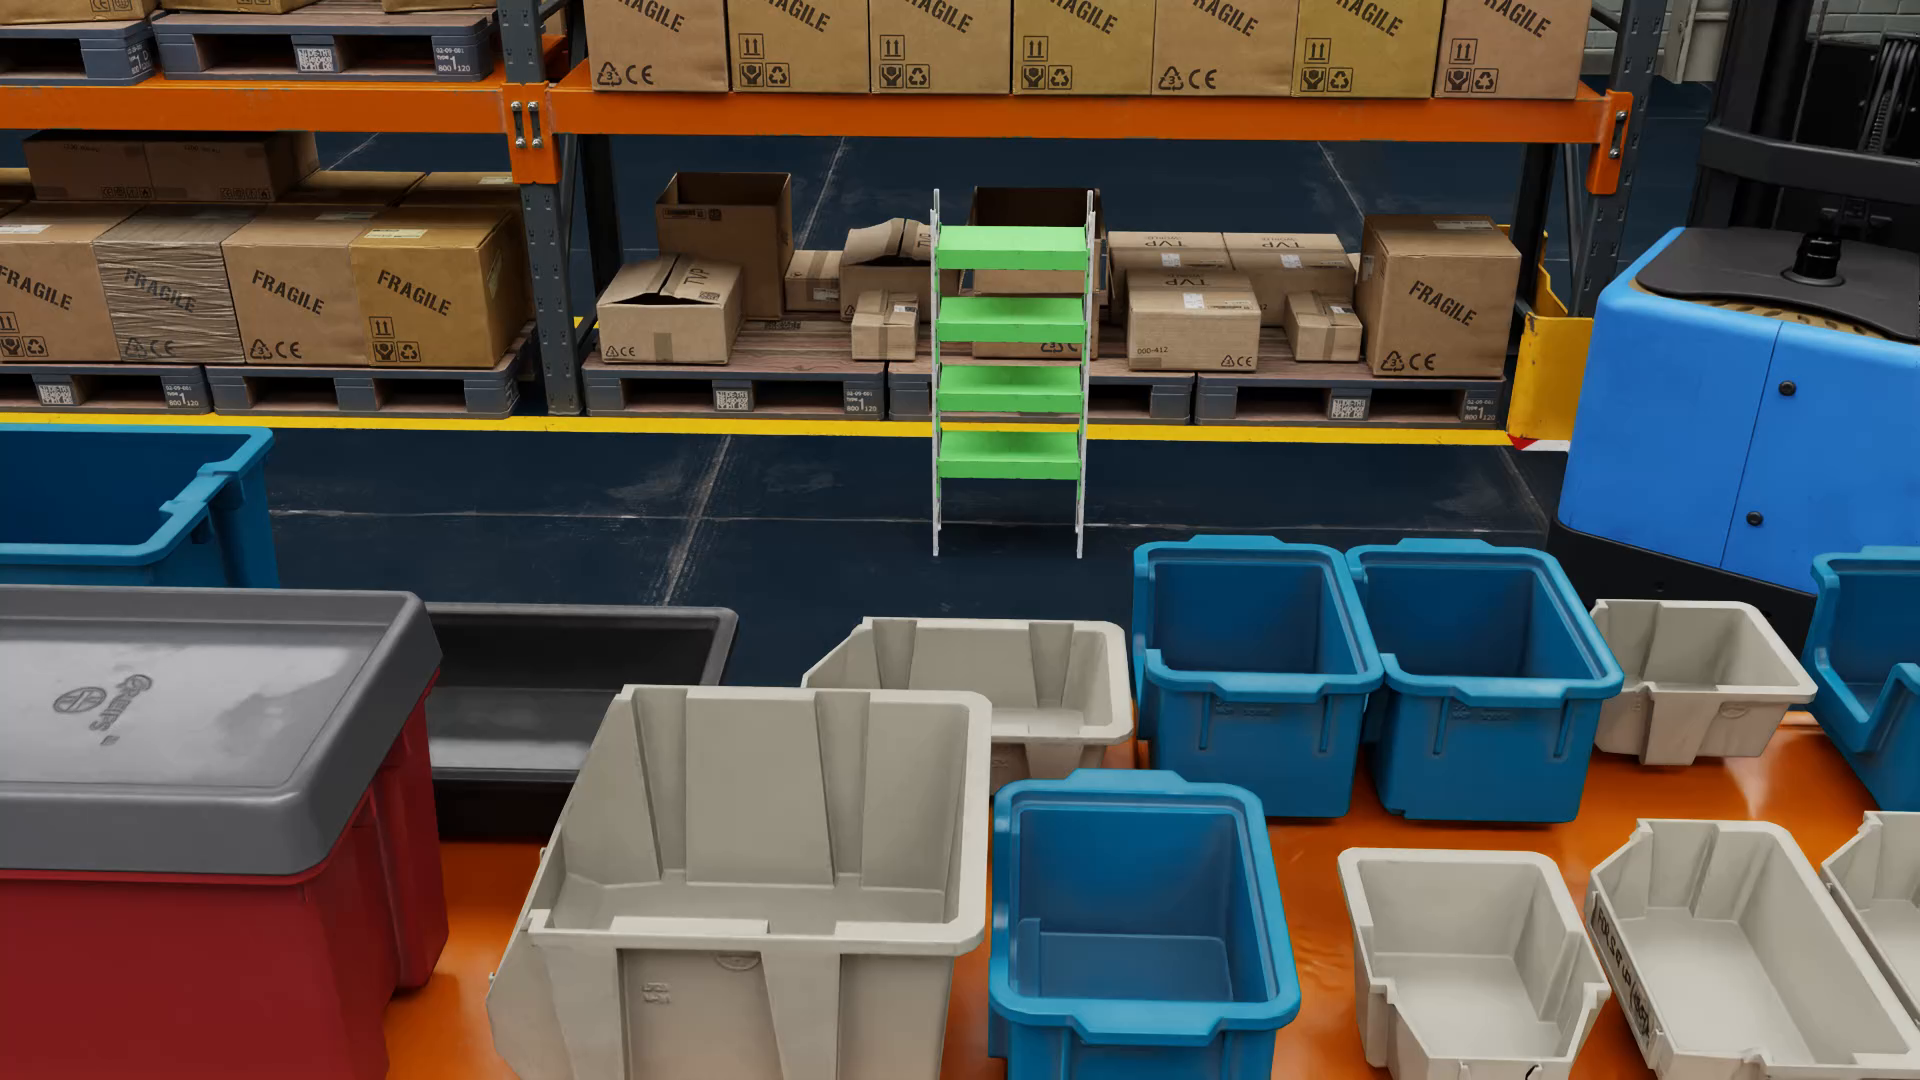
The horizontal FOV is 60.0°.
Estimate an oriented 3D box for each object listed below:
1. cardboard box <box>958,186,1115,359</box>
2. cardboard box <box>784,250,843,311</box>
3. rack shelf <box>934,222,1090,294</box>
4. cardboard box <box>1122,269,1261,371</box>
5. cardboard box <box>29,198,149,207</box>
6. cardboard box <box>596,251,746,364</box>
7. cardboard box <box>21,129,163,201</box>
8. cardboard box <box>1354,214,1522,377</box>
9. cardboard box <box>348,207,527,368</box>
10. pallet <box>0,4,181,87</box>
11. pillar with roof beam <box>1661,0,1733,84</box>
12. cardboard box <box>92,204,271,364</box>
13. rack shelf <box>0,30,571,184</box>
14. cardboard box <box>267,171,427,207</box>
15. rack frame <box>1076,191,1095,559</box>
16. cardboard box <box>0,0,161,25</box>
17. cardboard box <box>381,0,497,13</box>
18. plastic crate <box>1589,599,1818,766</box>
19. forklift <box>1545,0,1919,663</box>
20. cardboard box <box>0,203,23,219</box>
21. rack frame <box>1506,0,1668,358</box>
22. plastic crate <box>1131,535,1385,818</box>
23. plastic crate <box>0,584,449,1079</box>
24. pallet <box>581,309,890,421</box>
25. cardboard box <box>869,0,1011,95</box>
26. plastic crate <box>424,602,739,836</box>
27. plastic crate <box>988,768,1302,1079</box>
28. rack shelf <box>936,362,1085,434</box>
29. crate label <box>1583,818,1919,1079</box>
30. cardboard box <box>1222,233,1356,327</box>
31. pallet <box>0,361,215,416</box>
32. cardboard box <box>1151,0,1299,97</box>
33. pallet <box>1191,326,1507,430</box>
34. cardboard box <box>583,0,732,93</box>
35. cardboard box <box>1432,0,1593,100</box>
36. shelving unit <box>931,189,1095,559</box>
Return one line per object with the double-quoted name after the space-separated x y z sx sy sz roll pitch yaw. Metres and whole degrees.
0.303 -1.117 6.850 0.637 0.503 0.797 1 28 2 "cardboard box"
-0.619 -1.134 7.261 0.250 0.149 0.380 1 28 2 "cardboard box"
0.165 -0.895 5.269 0.480 0.148 0.258 1 28 2 "rack shelf"
0.922 -0.891 6.694 0.500 0.250 0.500 1 28 2 "cardboard box"
-3.588 -1.290 7.180 0.500 0.500 0.500 0 28 0 "cardboard box"
-1.163 -0.952 6.745 0.500 0.311 0.500 1 28 2 "cardboard box"
-3.551 -1.622 7.006 0.500 0.250 0.500 0 28 1 "cardboard box"
1.870 -0.972 6.579 0.500 0.500 0.500 1 28 2 "cardboard box"
-2.078 -1.018 6.667 0.500 0.500 0.500 1 28 2 "cardboard box"
-3.629 -2.005 6.535 1.213 0.211 1.003 1 28 2 "pallet"
5.171 -5.303 6.145 0.400 9.000 9.100 1 28 2 "pillar with roof beam"
-3.073 -1.039 6.706 0.500 0.500 0.500 1 28 2 "cardboard box"
-3.574 -1.769 6.653 4.000 0.370 1.077 1 28 2 "rack shelf"
-2.583 -1.270 7.142 0.500 0.500 0.500 1 28 3 "cardboard box"
0.409 -0.523 5.456 0.015 1.200 0.240 1 28 2 "rack frame"
-3.343 -2.284 6.301 0.500 0.500 0.700 -6 29 -11 "cardboard box"
-2.041 -2.396 6.513 0.500 0.500 0.700 -8 29 -15 "cardboard box"
1.013 0.207 2.374 0.298 0.136 0.250 1 28 2 "plastic crate"
3.127 -1.503 5.456 1.130 2.935 3.031 19 33 31 "forklift"
-4.103 -1.052 6.731 0.500 0.500 0.500 1 28 1 "cardboard box"
2.423 -1.988 6.298 0.127 3.000 1.000 1 28 2 "rack frame"
0.393 0.193 2.298 0.300 0.233 0.416 1 28 2 "plastic crate"
-0.870 0.342 1.770 0.583 0.464 0.402 1 28 2 "plastic crate"
-0.889 -0.810 7.053 1.213 0.211 1.003 1 28 2 "pallet"
-0.064 -1.946 6.112 0.500 0.500 0.500 1 28 2 "cardboard box"
-0.625 0.252 2.301 0.590 0.125 0.437 1 28 2 "plastic crate"
0.183 0.464 1.787 0.300 0.233 0.416 1 28 2 "plastic crate"
0.165 -0.471 5.494 0.480 0.148 0.258 1 28 2 "rack shelf"
0.854 0.487 1.846 0.243 0.136 0.396 1 28 2 "crate label"
1.389 -1.118 7.122 0.500 0.250 0.500 1 28 2 "cardboard box"
-3.612 -0.837 7.103 1.213 0.211 1.003 1 28 2 "pallet"
0.948 -1.930 6.081 0.500 0.500 0.500 1 28 2 "cardboard box"
1.550 -0.770 6.977 1.213 0.211 1.003 1 28 2 "pallet"
-1.075 -1.962 6.142 0.500 0.500 0.500 2 28 3 "cardboard box"
1.965 -1.912 6.048 0.500 0.500 0.500 2 28 3 "cardboard box"
0.165 -0.527 5.464 0.503 1.200 0.258 1 28 2 "shelving unit"
